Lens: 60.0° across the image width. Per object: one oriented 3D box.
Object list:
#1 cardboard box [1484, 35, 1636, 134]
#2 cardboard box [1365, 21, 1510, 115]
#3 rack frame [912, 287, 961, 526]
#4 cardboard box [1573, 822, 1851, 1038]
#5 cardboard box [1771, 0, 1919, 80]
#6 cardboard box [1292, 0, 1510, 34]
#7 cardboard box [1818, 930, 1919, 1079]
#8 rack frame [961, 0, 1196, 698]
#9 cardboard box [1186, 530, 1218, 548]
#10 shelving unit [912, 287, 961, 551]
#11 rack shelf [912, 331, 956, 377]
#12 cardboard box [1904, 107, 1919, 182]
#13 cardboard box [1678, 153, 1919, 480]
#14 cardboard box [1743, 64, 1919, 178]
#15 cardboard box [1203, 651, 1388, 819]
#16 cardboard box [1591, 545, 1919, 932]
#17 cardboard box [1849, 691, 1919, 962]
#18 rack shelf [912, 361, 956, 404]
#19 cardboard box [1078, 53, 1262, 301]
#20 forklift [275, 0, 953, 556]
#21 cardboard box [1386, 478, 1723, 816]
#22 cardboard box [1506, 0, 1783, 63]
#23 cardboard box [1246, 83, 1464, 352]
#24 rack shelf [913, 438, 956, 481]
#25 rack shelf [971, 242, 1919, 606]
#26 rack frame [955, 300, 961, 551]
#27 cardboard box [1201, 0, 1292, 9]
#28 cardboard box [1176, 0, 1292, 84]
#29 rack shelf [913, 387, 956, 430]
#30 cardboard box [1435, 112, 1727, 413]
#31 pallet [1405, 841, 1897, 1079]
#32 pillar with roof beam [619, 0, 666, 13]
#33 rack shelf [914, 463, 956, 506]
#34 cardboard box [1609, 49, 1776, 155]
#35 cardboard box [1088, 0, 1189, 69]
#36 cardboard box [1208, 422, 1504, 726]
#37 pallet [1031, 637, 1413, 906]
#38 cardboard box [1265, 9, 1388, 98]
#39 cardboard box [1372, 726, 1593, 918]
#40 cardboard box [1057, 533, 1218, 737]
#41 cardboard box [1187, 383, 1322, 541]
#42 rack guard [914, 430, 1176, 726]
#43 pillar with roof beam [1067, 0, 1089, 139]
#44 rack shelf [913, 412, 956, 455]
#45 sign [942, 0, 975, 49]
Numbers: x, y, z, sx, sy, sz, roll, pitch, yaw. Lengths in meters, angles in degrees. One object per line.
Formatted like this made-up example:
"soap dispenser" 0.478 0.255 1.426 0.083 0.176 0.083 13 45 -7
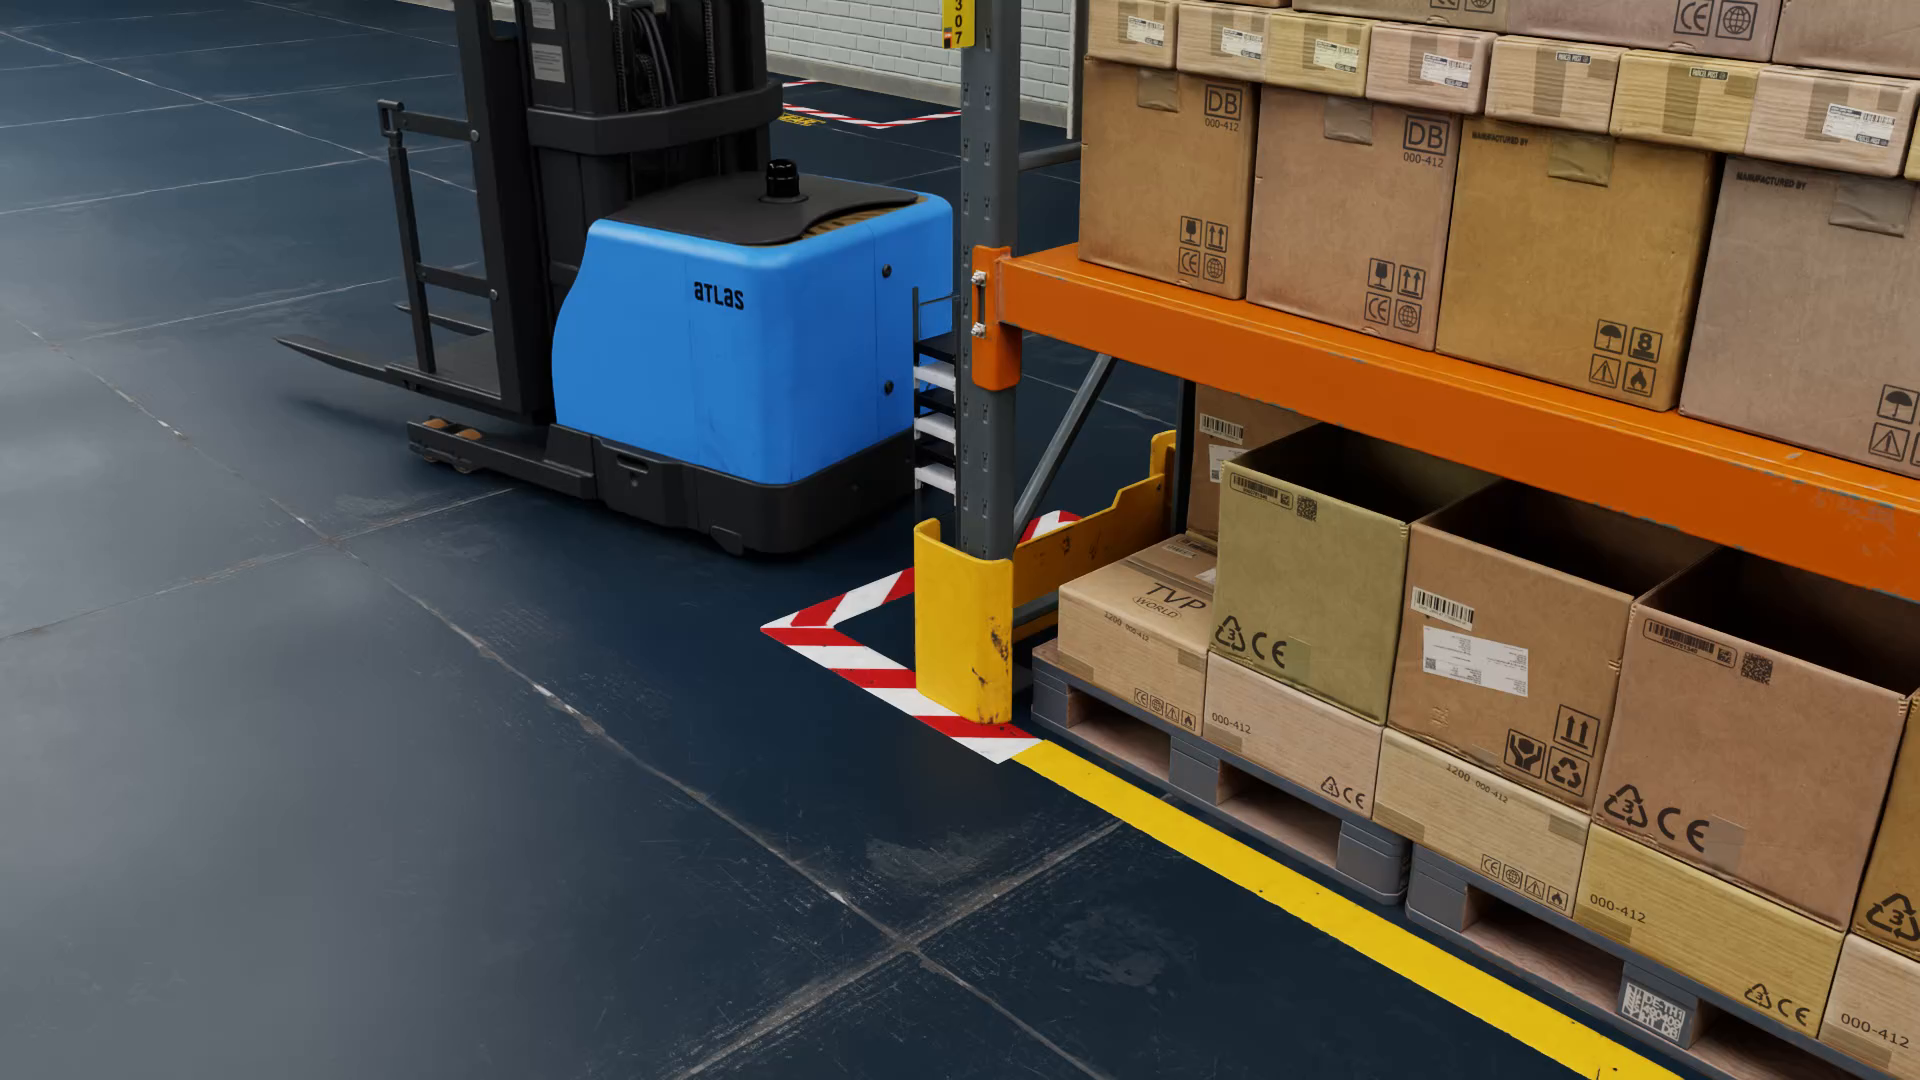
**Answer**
"cardboard box" 1.224 -0.896 3.199 0.250 0.149 0.380 23 33 40
"cardboard box" 1.040 -0.976 3.374 0.380 0.149 0.250 -22 32 -39
"rack frame" -0.064 -0.438 5.625 0.240 0.900 0.006 -21 32 -38
"cardboard box" 1.634 0.692 3.425 0.500 0.250 0.500 -21 32 -38
"cardboard box" 1.803 -1.061 2.777 0.700 0.500 0.500 -21 32 -38
"cardboard box" 1.115 -1.365 3.444 0.700 0.500 0.500 -22 33 -40
"cardboard box" 1.976 0.844 3.094 0.500 0.250 0.500 -21 32 -38
"rack frame" 0.406 -1.048 4.433 1.000 3.000 0.127 -21 32 -38
"cardboard box" 0.988 0.091 4.744 0.500 0.250 0.500 -21 32 -38
"shelving unit" 0.005 -0.407 5.558 0.258 0.900 0.210 -21 32 -38
"rack shelf" 0.005 -0.622 5.460 0.258 0.077 0.200 -21 32 -38
"cardboard box" 1.747 -0.663 2.688 0.380 0.149 0.250 -20 31 -37
"cardboard box" 1.776 -0.480 3.068 0.700 0.500 0.500 -20 31 -37
"cardboard box" 1.567 -0.743 2.862 0.380 0.149 0.250 -21 32 -38
"cardboard box" 0.955 0.388 4.093 0.500 0.250 0.500 -21 32 -38
"cardboard box" 1.633 0.351 3.269 0.500 0.500 0.500 -21 32 -38
"cardboard box" 1.986 0.499 2.946 0.500 0.500 0.500 -21 32 -38
"rack shelf" 0.005 -0.541 5.497 0.258 0.077 0.200 -21 32 -38
"cardboard box" 0.716 -0.948 4.095 0.700 0.500 0.500 -21 32 -38
"forklift" -1.506 -1.746 6.046 3.031 2.935 1.130 16 29 32
"cardboard box" 1.304 0.195 3.612 0.500 0.500 0.500 -21 32 -38
"cardboard box" 1.460 -1.212 3.110 0.700 0.500 0.500 -21 32 -38
"cardboard box" 1.078 -0.791 3.749 0.700 0.500 0.500 -20 31 -37
"rack shelf" 0.005 -0.295 5.609 0.258 0.077 0.200 -21 32 -38
"rack shelf" 1.773 -0.115 3.254 1.077 0.370 4.000 -21 32 -38
"rack frame" 0.075 -0.376 5.490 0.240 0.900 0.006 -21 32 -38
"cardboard box" 0.752 -1.523 3.790 0.700 0.500 0.500 -21 32 -38
"cardboard box" 0.699 -1.129 3.710 0.380 0.149 0.250 -22 33 -40
"rack shelf" 0.005 -0.459 5.534 0.258 0.077 0.200 -21 32 -38
"cardboard box" 1.413 -0.639 3.415 0.700 0.500 0.500 -21 32 -38
"pallet" 1.789 0.810 3.720 1.003 0.211 1.213 -21 32 -38
"pillar with roof beam" -6.215 -7.632 11.636 9.100 9.000 0.400 -21 32 -38
"rack shelf" 0.005 -0.213 5.646 0.258 0.077 0.200 -21 32 -38
"cardboard box" 1.399 -0.819 3.029 0.380 0.149 0.250 -22 32 -39
"cardboard box" 0.517 -1.209 3.883 0.380 0.149 0.250 -22 32 -39
"cardboard box" 0.953 0.047 3.936 0.500 0.500 0.500 -21 32 -38
"pallet" 0.959 0.440 4.530 1.003 0.211 1.213 -21 32 -38
"cardboard box" 0.869 -1.054 3.543 0.380 0.149 0.250 -21 32 -38
"cardboard box" 1.296 0.539 3.760 0.500 0.250 0.500 -21 32 -38
"cardboard box" 0.610 0.237 4.422 0.500 0.250 0.500 -21 32 -38
"cardboard box" 0.990 -0.251 4.590 0.500 0.500 0.500 -21 32 -38
"rack guard" 0.390 0.082 4.968 1.175 0.500 0.348 -21 32 -38
"pillar with roof beam" -2.114 -5.814 7.652 9.100 9.000 0.400 -21 32 -38
"rack shelf" 0.005 -0.377 5.572 0.258 0.077 0.200 -21 32 -38
"sign" -0.003 -1.322 3.896 0.100 0.325 0.005 -21 32 -38
